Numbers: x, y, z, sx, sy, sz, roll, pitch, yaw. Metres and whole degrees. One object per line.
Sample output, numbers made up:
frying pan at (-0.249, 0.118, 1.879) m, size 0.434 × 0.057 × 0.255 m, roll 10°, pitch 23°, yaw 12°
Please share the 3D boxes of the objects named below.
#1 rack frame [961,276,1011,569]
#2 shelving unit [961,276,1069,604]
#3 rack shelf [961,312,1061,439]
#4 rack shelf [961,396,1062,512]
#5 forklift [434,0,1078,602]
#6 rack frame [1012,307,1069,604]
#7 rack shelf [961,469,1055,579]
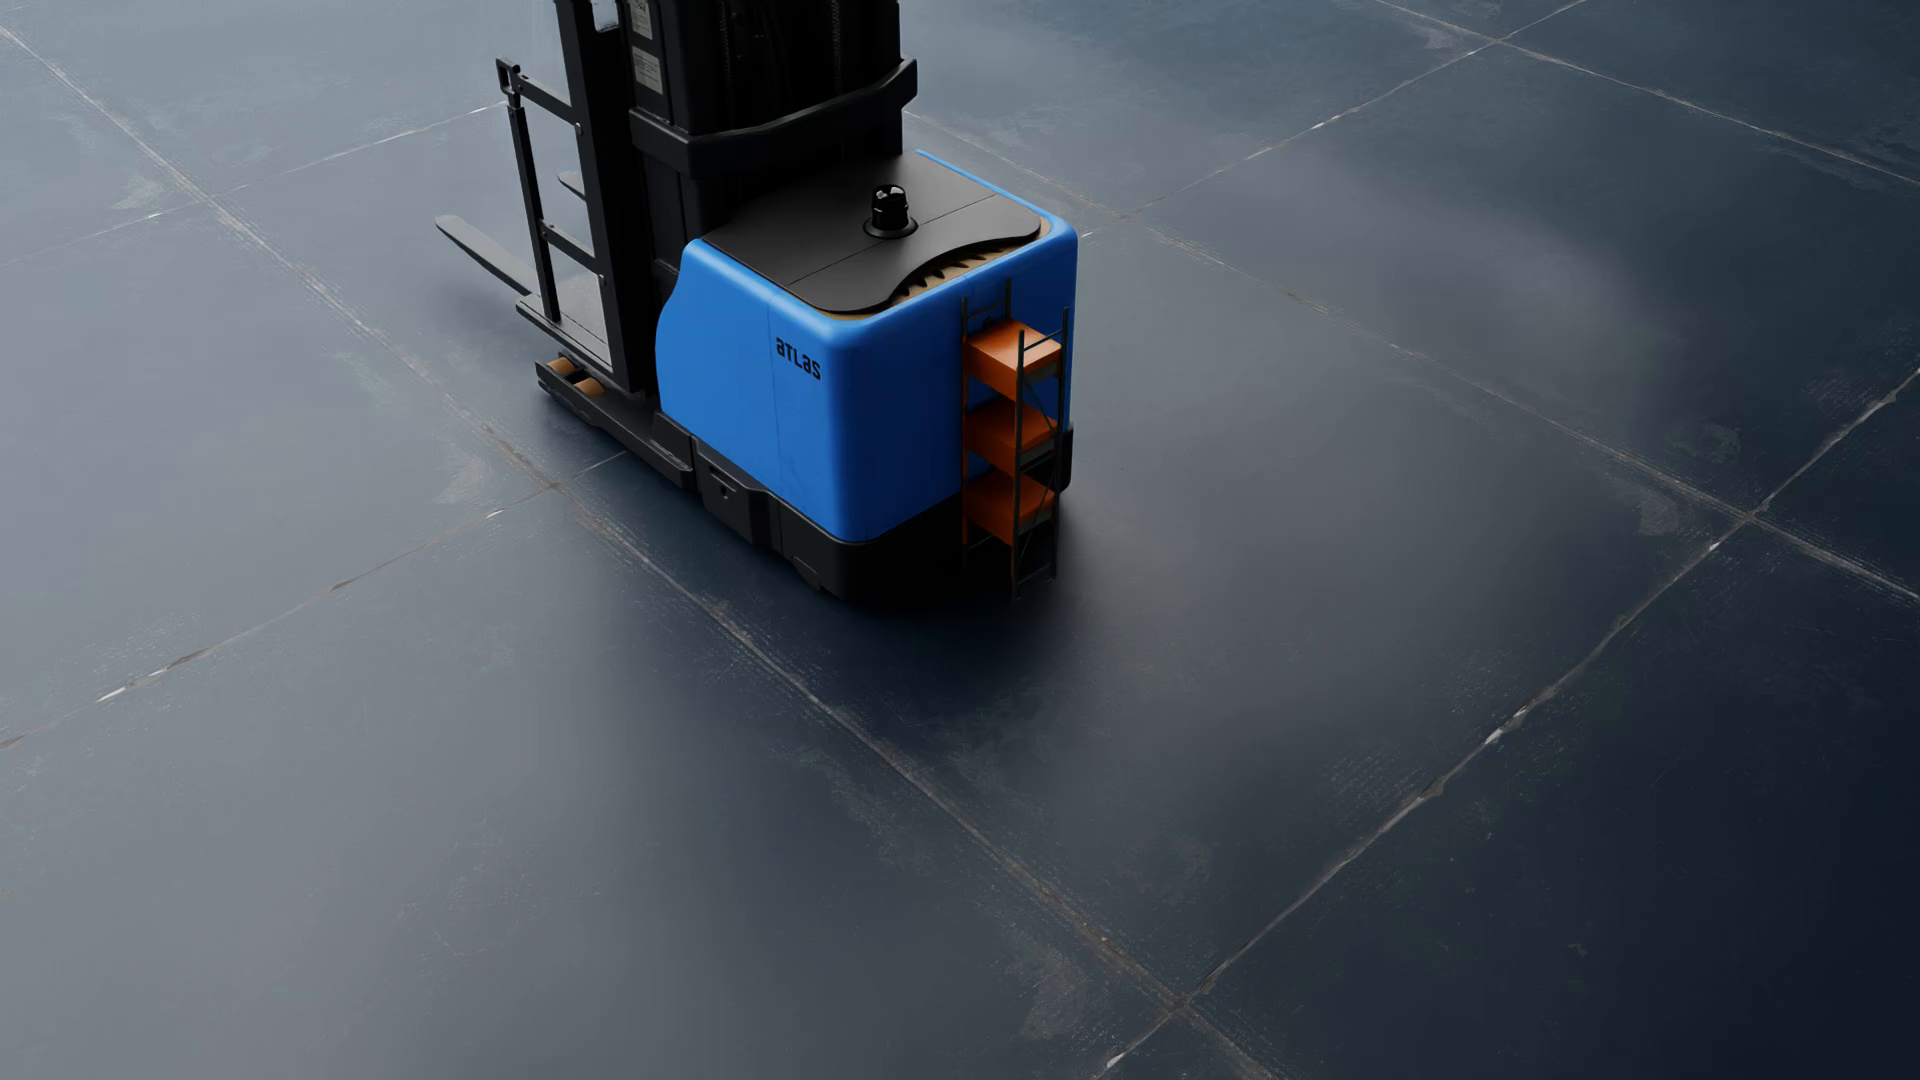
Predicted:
rack frame at (0.081, -0.353, 5.351) m, size 0.200 × 1.050 × 0.008 m, roll -30°, pitch 48°, yaw -32°
shelving unit at (0.164, -0.296, 5.281) m, size 0.215 × 1.050 × 0.252 m, roll -30°, pitch 48°, yaw -32°
rack shelf at (0.164, -0.509, 5.109) m, size 0.215 × 0.259 × 0.240 m, roll -30°, pitch 48°, yaw -32°
rack shelf at (0.164, -0.288, 5.288) m, size 0.215 × 0.259 × 0.240 m, roll -30°, pitch 48°, yaw -32°
forklift at (-0.974, -1.777, 5.618) m, size 1.130 × 2.935 × 3.031 m, roll -30°, pitch 48°, yaw -32°
rack frame at (0.246, -0.240, 5.211) m, size 0.200 × 1.050 × 0.008 m, roll -30°, pitch 48°, yaw -32°
rack shelf at (0.164, -0.072, 5.462) m, size 0.215 × 0.259 × 0.240 m, roll -30°, pitch 48°, yaw -32°
